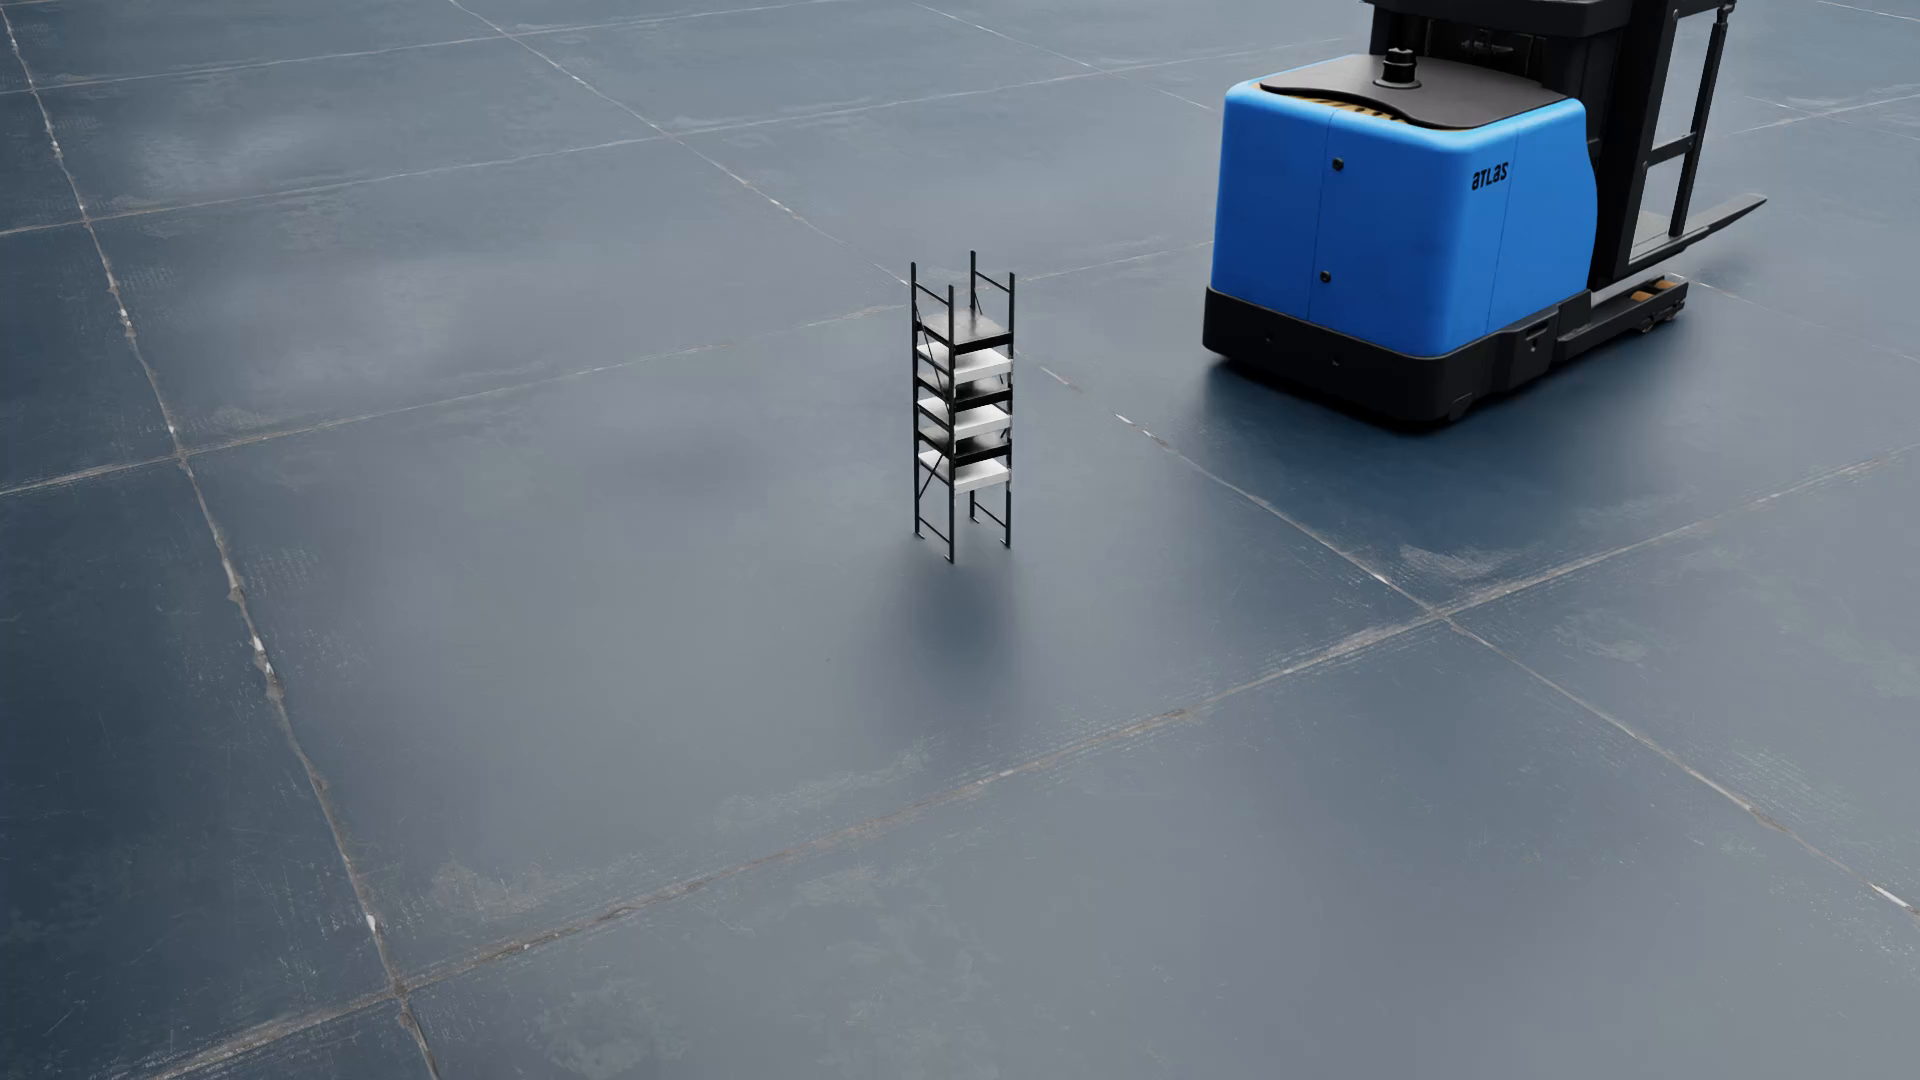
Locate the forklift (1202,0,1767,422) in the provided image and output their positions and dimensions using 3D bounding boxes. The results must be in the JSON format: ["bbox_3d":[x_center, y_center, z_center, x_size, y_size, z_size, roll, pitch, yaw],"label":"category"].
[{"bbox_3d":[2.373,-2.294,6.374,3.031,2.935,1.130,-24,37,-36],"label":"forklift"}]

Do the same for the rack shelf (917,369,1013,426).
[{"bbox_3d":[0.007,-0.446,5.009,0.200,0.077,0.258,-16,33,-26],"label":"rack shelf"}]

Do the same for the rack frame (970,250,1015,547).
[{"bbox_3d":[0.095,-0.421,5.081,0.006,0.900,0.240,-16,33,-26],"label":"rack frame"}]

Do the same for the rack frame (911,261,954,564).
[{"bbox_3d":[-0.081,-0.371,4.991,0.006,0.900,0.240,-16,33,-26],"label":"rack frame"}]

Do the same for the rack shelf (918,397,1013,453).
[{"bbox_3d":[0.007,-0.367,5.052,0.200,0.077,0.258,-16,33,-26],"label":"rack shelf"}]

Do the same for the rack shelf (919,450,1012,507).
[{"bbox_3d":[0.007,-0.209,5.139,0.200,0.077,0.258,-16,33,-26],"label":"rack shelf"}]

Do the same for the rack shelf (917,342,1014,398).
[{"bbox_3d":[0.007,-0.524,4.965,0.200,0.077,0.258,-16,33,-26],"label":"rack shelf"}]

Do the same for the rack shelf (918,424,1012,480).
[{"bbox_3d":[0.007,-0.288,5.096,0.200,0.077,0.258,-16,33,-26],"label":"rack shelf"}]

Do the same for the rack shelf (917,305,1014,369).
[{"bbox_3d":[0.007,-0.603,4.922,0.200,0.077,0.258,-16,33,-26],"label":"rack shelf"}]

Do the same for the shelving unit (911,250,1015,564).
[{"bbox_3d":[0.007,-0.396,5.036,0.210,0.900,0.258,-16,33,-26],"label":"shelving unit"}]
